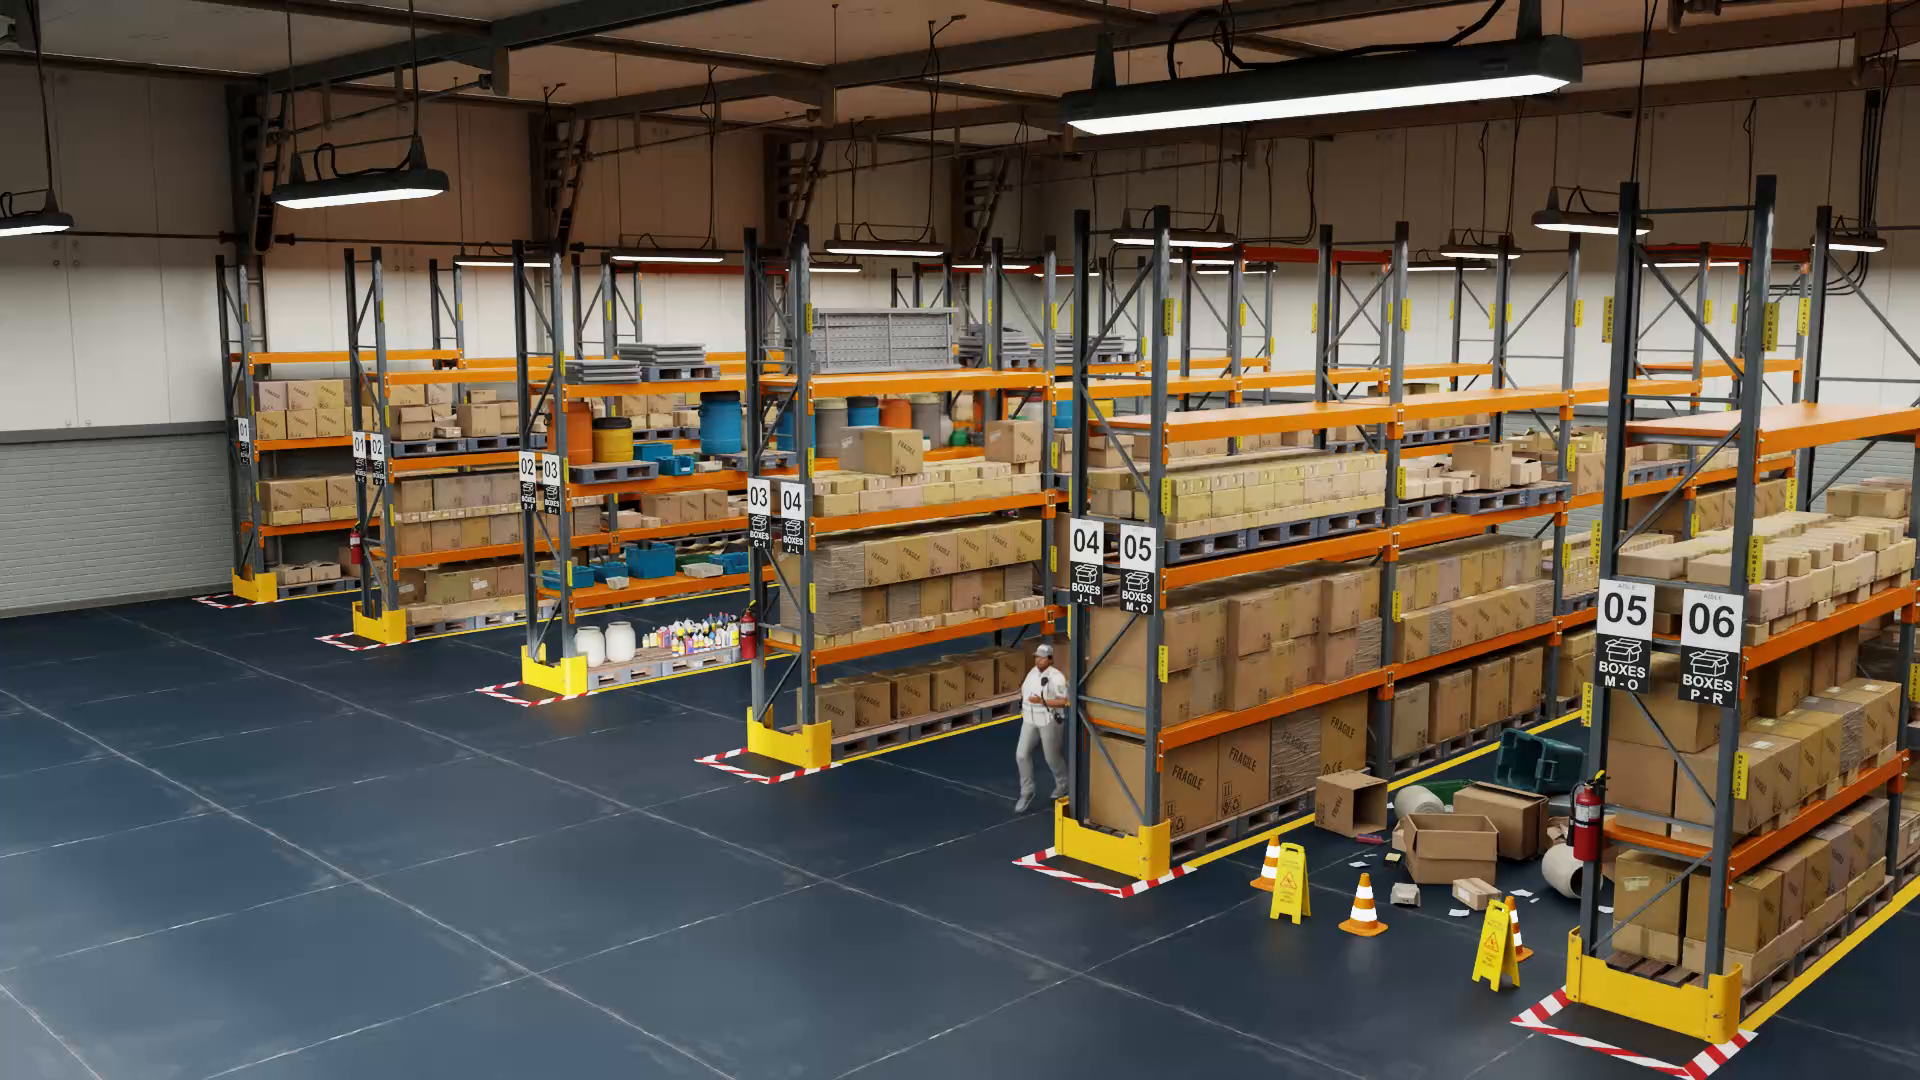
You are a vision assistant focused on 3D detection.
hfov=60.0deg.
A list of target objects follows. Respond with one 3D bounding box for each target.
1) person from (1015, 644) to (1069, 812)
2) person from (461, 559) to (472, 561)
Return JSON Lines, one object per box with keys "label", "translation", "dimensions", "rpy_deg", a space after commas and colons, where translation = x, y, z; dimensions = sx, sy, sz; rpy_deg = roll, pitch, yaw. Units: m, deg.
{"label": "person", "translation": [0.869, 1.923, 17.166], "dimensions": [0.589, 1.722, 0.726], "rpy_deg": [6, 10, 37]}
{"label": "person", "translation": [-8.528, 0.192, 28.824], "dimensions": [0.672, 1.819, 0.928], "rpy_deg": [7, 11, 41]}
